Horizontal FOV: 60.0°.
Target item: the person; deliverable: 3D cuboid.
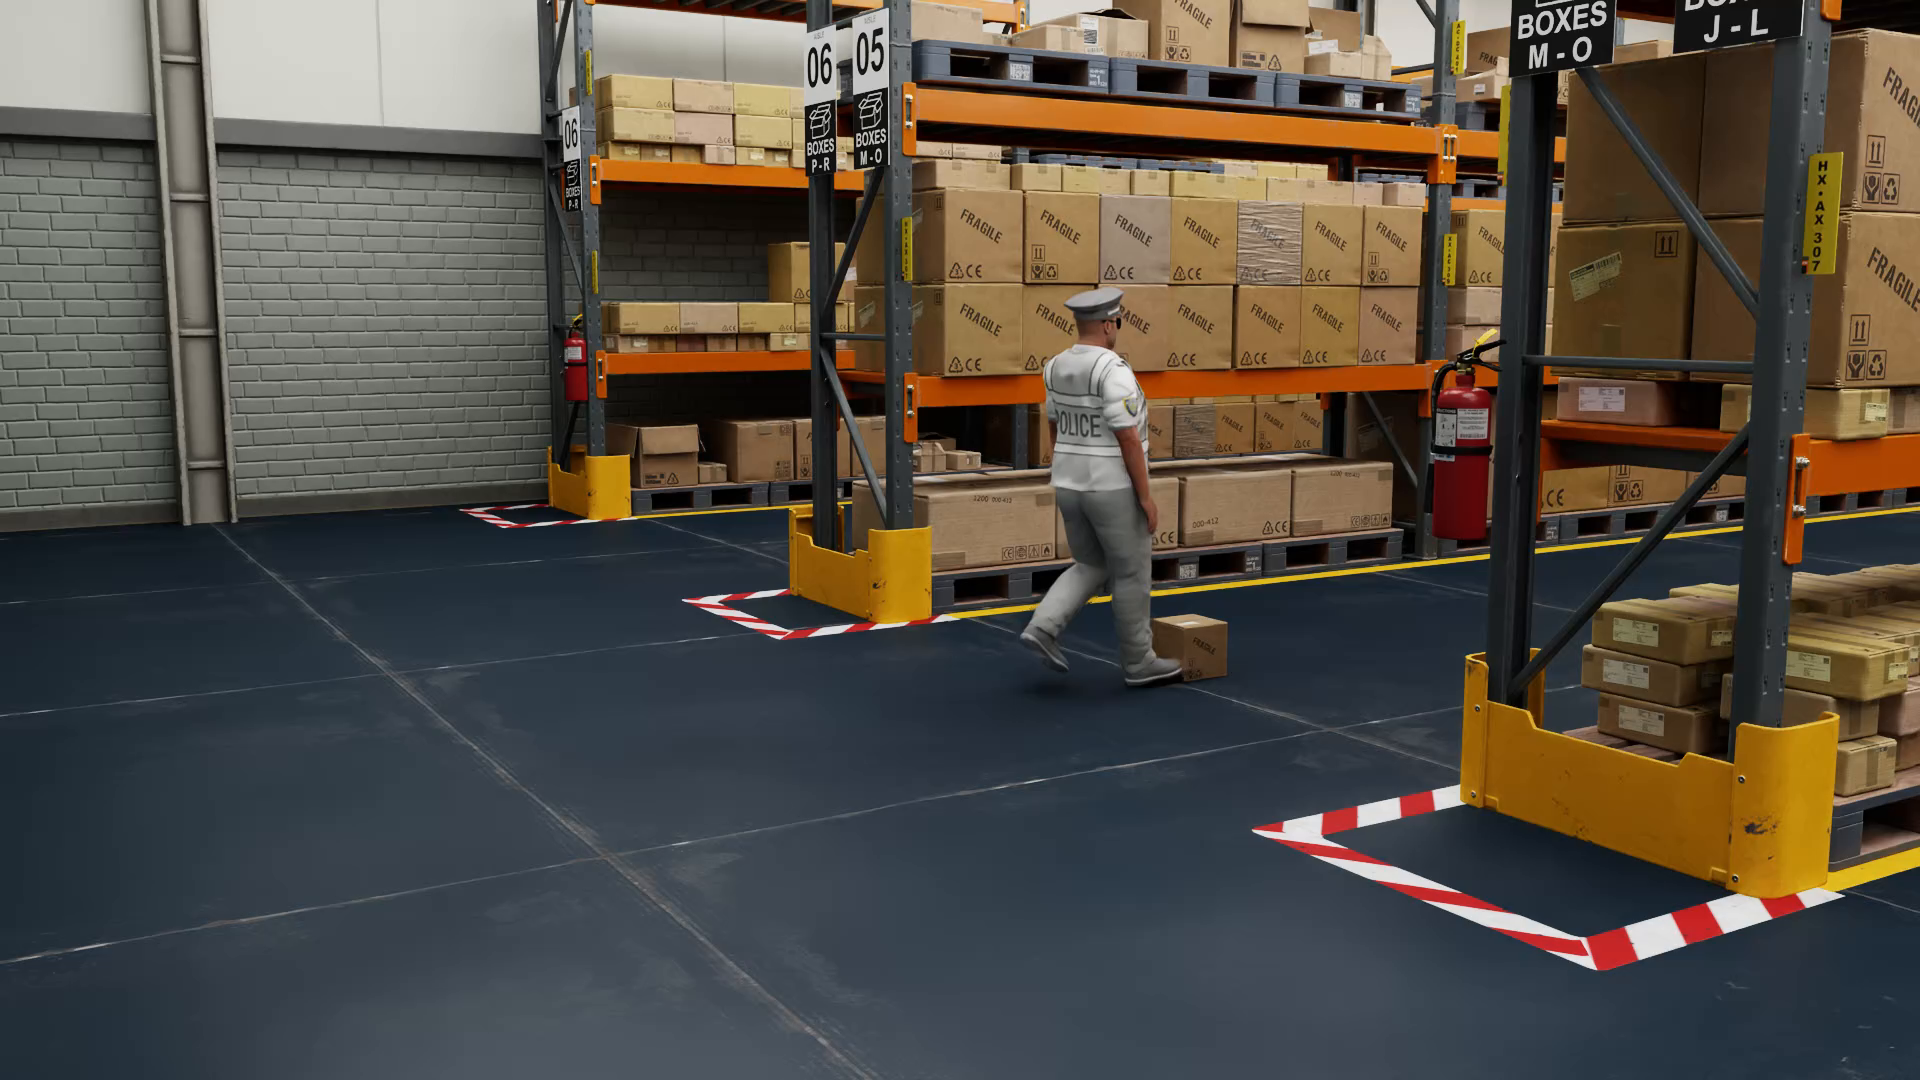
[{"bbox_3d":[0.646,-0.228,7.310,0.742,1.743,0.551,-6,10,-37],"label":"person"}]
